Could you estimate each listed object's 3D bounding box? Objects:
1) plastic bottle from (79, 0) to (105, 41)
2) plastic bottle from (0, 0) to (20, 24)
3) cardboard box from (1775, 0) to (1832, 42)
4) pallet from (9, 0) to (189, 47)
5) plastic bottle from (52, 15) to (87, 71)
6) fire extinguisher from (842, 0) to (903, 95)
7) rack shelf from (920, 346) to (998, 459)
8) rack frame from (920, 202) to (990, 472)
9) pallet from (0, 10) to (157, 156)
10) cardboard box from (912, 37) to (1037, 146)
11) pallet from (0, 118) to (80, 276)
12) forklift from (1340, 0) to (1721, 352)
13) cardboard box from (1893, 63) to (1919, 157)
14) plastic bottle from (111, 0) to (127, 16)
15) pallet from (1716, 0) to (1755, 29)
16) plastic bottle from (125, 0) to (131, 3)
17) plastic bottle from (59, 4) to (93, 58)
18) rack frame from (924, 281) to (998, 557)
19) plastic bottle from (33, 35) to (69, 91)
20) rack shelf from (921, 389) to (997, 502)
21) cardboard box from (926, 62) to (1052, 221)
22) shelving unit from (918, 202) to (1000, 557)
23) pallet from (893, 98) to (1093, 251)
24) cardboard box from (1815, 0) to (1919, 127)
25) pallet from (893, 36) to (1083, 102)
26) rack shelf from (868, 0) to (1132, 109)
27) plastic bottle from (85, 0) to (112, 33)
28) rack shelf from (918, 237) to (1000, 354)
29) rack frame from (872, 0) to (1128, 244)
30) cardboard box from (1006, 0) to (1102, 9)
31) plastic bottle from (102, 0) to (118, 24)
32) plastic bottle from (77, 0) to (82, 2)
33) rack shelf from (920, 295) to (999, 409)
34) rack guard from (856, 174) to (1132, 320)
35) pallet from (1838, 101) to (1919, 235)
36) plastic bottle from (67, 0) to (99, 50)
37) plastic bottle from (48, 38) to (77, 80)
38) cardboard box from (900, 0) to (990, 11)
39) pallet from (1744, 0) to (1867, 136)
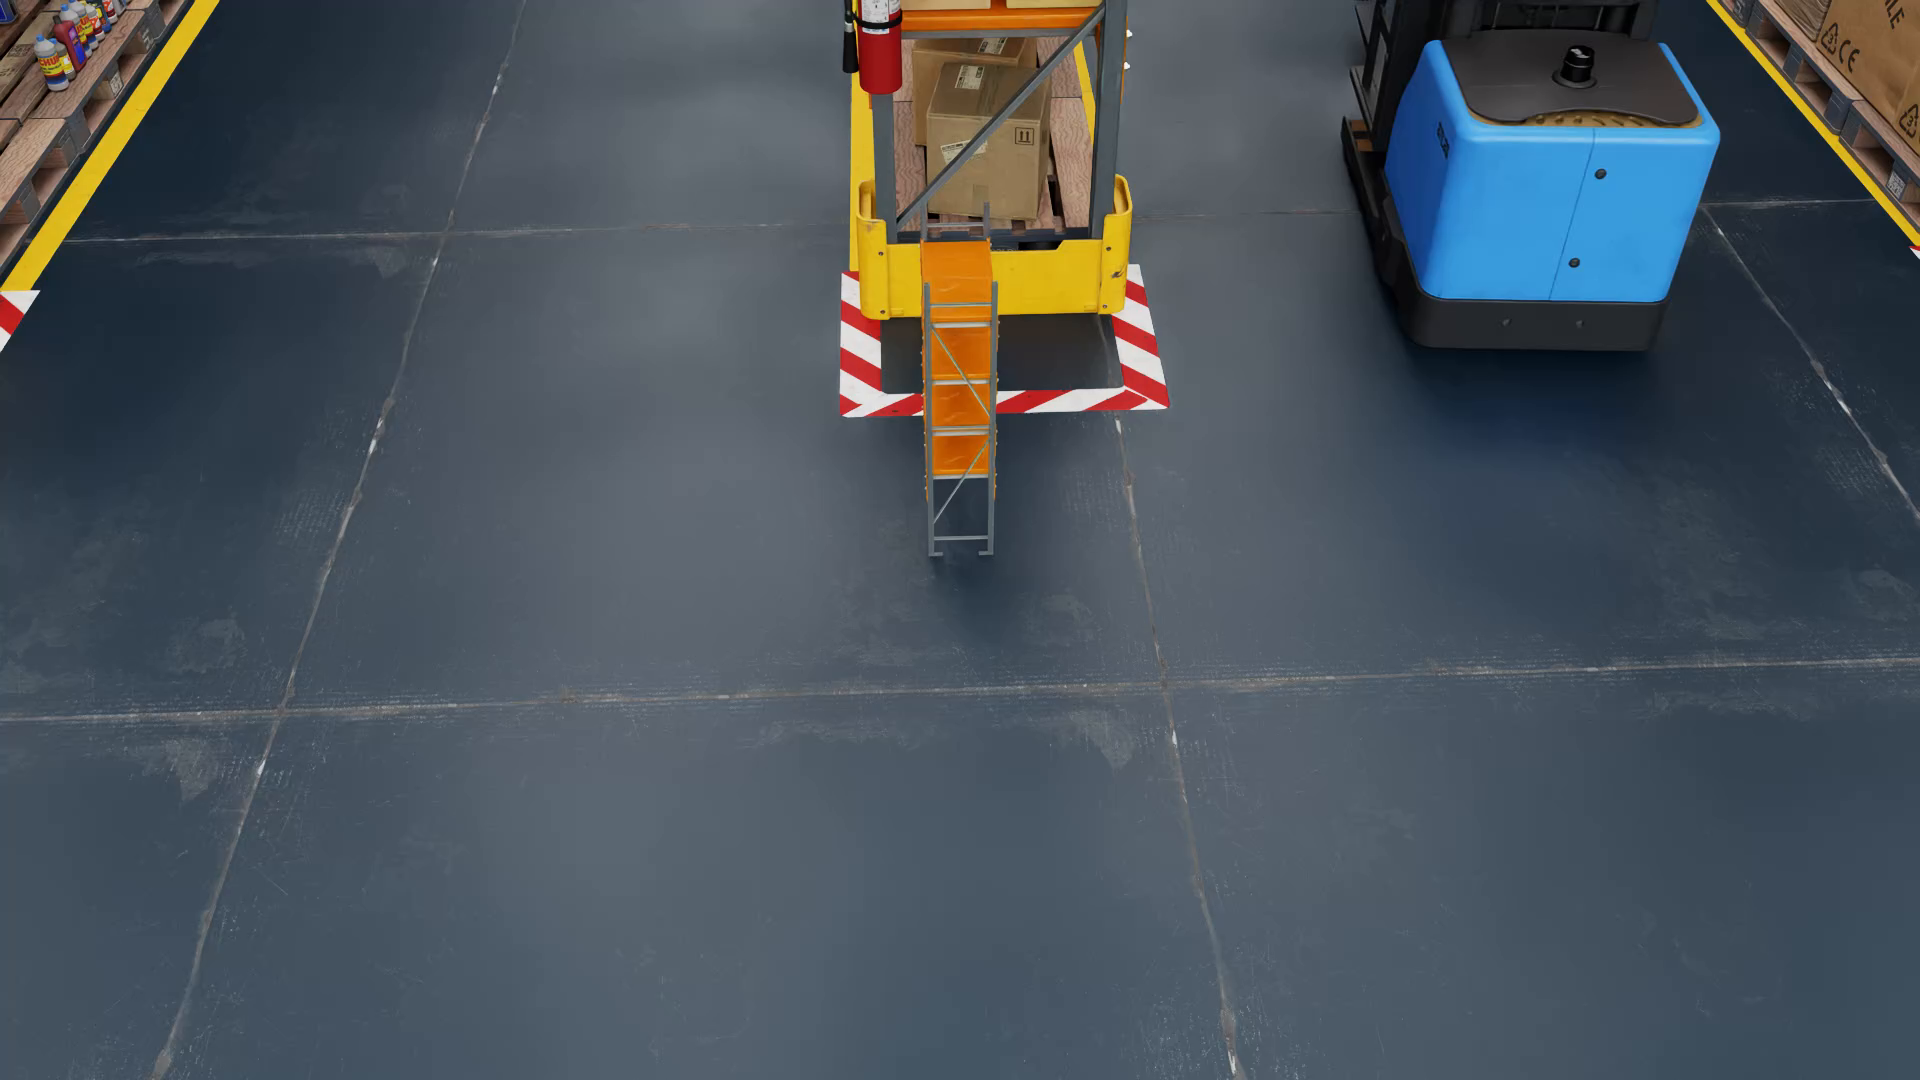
[{"bbox_3d":[-4.592,-2.742,8.767,0.097,0.201,0.097,0,43,0],"label":"plastic bottle"},{"bbox_3d":[-5.181,-2.921,8.907,0.152,0.276,0.135,-2,43,-2],"label":"plastic bottle"},{"bbox_3d":[4.934,-3.266,8.854,0.875,0.875,0.875,-1,43,-1],"label":"cardboard box"},{"bbox_3d":[-4.987,-3.230,9.618,1.003,0.211,1.213,-2,43,-2],"label":"pallet"},{"bbox_3d":[-4.561,-2.559,8.507,0.061,0.283,0.133,-1,43,-1],"label":"plastic bottle"},{"bbox_3d":[-0.311,-2.035,6.308,0.296,0.674,0.183,-2,43,-2],"label":"fire extinguisher"},{"bbox_3d":[-0.007,-0.504,6.012,0.258,0.148,0.480,-2,43,-2],"label":"rack shelf"},{"bbox_3d":[-0.017,-0.719,6.146,0.240,1.200,0.015,-2,43,-2],"label":"rack frame"},{"bbox_3d":[-4.932,-2.405,8.717,1.003,0.211,1.213,-2,43,-2],"label":"pallet"},{"bbox_3d":[0.075,-2.212,7.983,0.500,0.500,0.500,9,43,9],"label":"cardboard box"},{"bbox_3d":[-4.883,-1.583,7.821,1.003,0.211,1.213,-2,43,-2],"label":"pallet"},{"bbox_3d":[2.476,-2.853,7.193,1.130,2.935,3.031,1,43,1],"label":"forklift"},{"bbox_3d":[5.010,-2.056,7.535,0.875,0.875,0.875,-1,43,-2],"label":"cardboard box"},{"bbox_3d":[-4.633,-2.987,8.979,0.152,0.276,0.135,-1,43,-1],"label":"plastic bottle"},{"bbox_3d":[4.889,-3.385,9.787,1.003,0.211,1.213,-2,43,-2],"label":"pallet"},{"bbox_3d":[-4.636,-3.124,9.073,0.144,0.351,0.185,-2,43,-2],"label":"plastic bottle"},{"bbox_3d":[-4.584,-2.633,8.596,0.097,0.271,0.097,0,43,0],"label":"plastic bottle"},{"bbox_3d":[0.003,-0.389,5.787,0.240,1.200,0.015,-2,43,-2],"label":"rack frame"},{"bbox_3d":[-4.569,-2.402,8.344,0.097,0.271,0.097,0,43,0],"label":"plastic bottle"},{"bbox_3d":[-0.007,-0.358,6.146,0.258,0.148,0.480,-2,43,-2],"label":"rack shelf"},{"bbox_3d":[0.135,-1.810,7.544,0.500,0.500,0.500,6,43,6],"label":"cardboard box"},{"bbox_3d":[-0.007,-0.554,5.966,0.258,1.200,0.503,-2,43,-2],"label":"shelving unit"},{"bbox_3d":[0.142,-1.727,7.978,1.003,0.211,1.213,-2,43,-2],"label":"pallet"},{"bbox_3d":[4.970,-2.650,8.183,0.875,0.875,0.875,-2,43,-2],"label":"cardboard box"},{"bbox_3d":[0.094,-2.549,8.875,1.003,0.211,1.213,-2,43,-2],"label":"pallet"},{"bbox_3d":[0.060,-3.239,8.097,1.077,0.370,4.000,-2,43,-2],"label":"rack shelf"},{"bbox_3d":[-4.597,-2.837,8.819,0.097,0.271,0.097,0,43,0],"label":"plastic bottle"},{"bbox_3d":[-0.007,-0.844,5.701,0.258,0.148,0.480,-2,43,-2],"label":"rack shelf"},{"bbox_3d":[0.145,-2.154,6.381,1.000,3.000,0.127,-2,43,-2],"label":"rack frame"},{"bbox_3d":[0.371,-2.261,6.683,0.380,0.149,0.250,-2,43,-2],"label":"cardboard box"},{"bbox_3d":[-4.601,-2.880,8.918,0.097,0.201,0.097,0,43,0],"label":"plastic bottle"},{"bbox_3d":[-4.740,-2.986,8.973,0.061,0.283,0.133,-2,43,-2],"label":"plastic bottle"},{"bbox_3d":[-0.007,-0.669,5.861,0.258,0.148,0.480,-2,43,-2],"label":"rack shelf"},{"bbox_3d":[0.142,-1.284,7.281,1.175,0.500,0.348,-2,43,-2],"label":"rack guard"},{"bbox_3d":[4.992,-1.738,7.990,1.003,0.211,1.213,-2,43,-2],"label":"pallet"},{"bbox_3d":[-4.588,-2.701,8.670,0.097,0.271,0.097,0,43,0],"label":"plastic bottle"},{"bbox_3d":[-4.574,-2.446,8.444,0.097,0.201,0.097,0,43,0],"label":"plastic bottle"},{"bbox_3d":[-0.074,-2.248,6.669,0.380,0.149,0.250,-2,43,-2],"label":"cardboard box"},{"bbox_3d":[4.944,-2.560,8.886,1.003,0.211,1.213,-2,43,-2],"label":"pallet"}]
